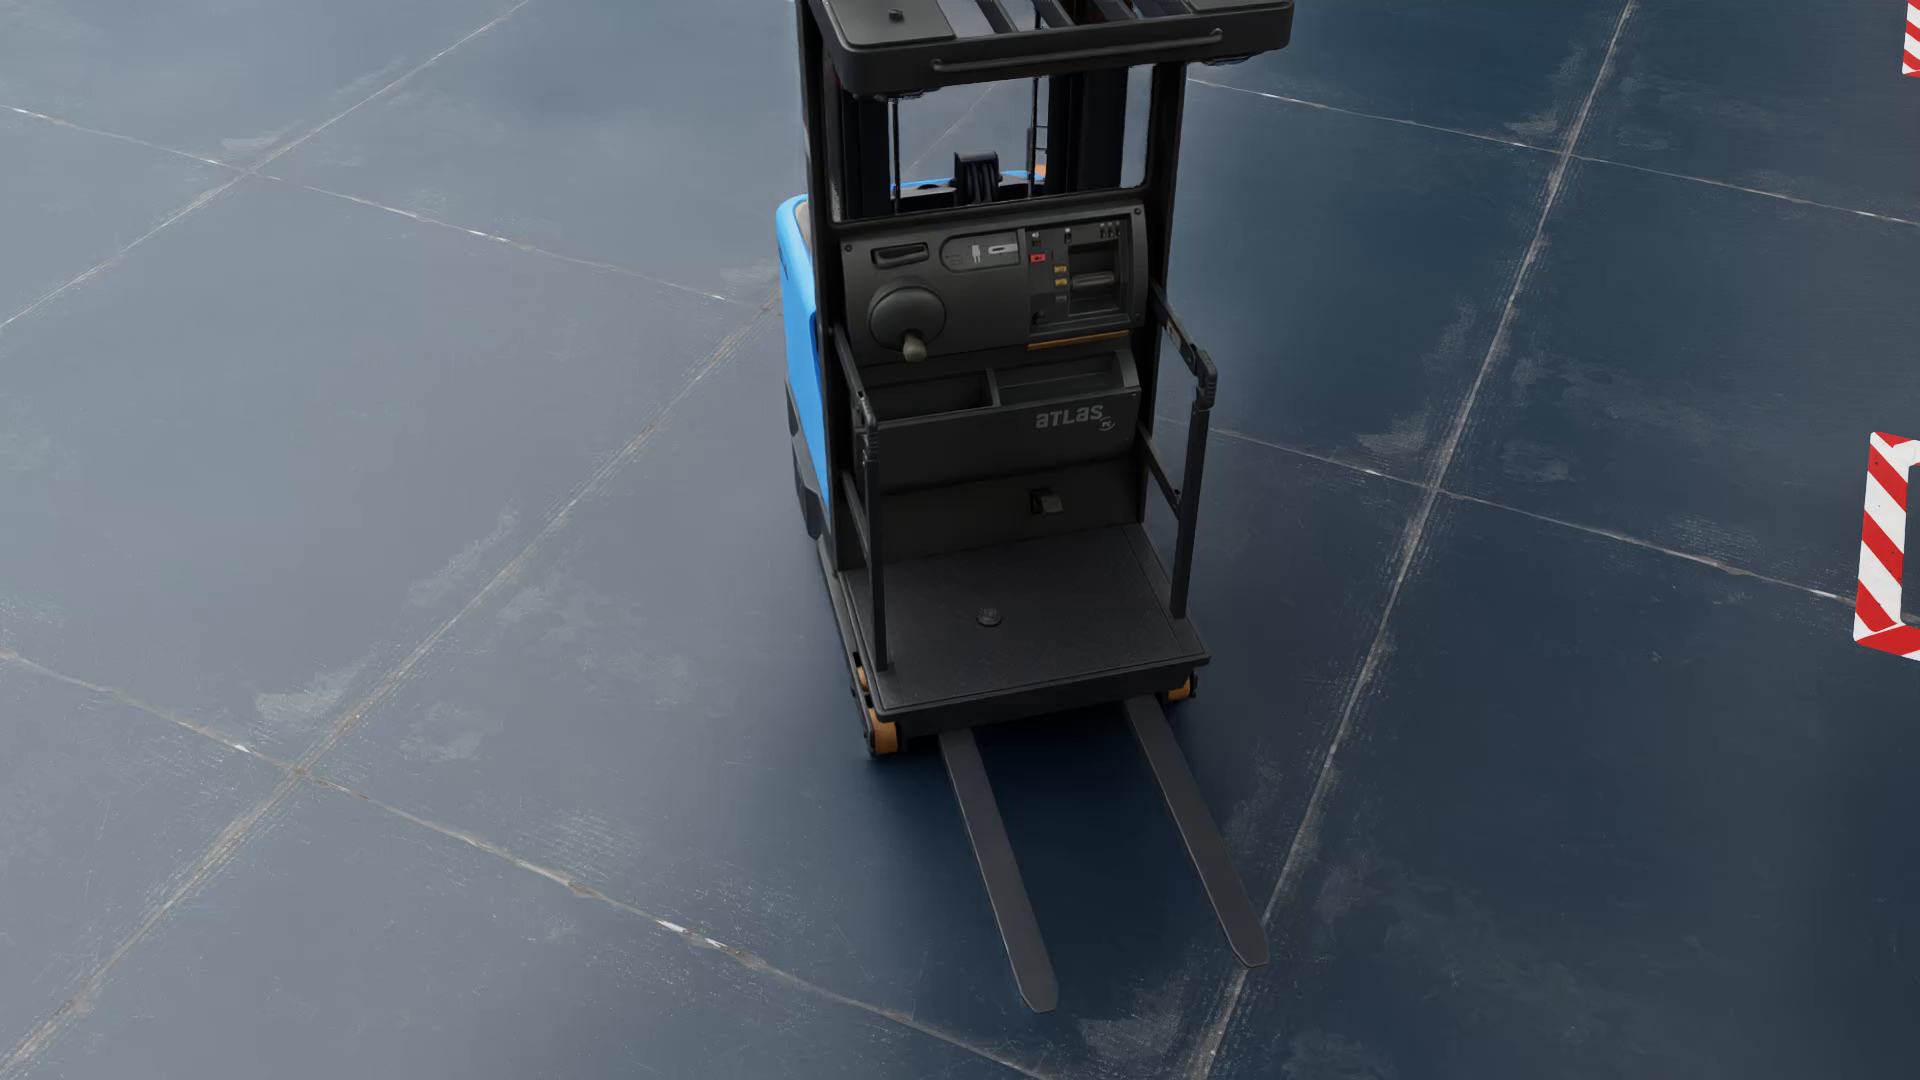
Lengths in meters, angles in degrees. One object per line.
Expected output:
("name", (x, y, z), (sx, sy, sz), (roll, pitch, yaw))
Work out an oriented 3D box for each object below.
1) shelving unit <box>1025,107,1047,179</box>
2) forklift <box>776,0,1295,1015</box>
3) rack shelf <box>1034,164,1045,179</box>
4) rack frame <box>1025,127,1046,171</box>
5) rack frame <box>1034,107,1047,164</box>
("shelving unit", (0.377, -1.126, 6.632), (0.258, 1.200, 0.189), (6, 41, 7))
("forklift", (0.163, -0.686, 4.804), (1.130, 2.935, 3.031), (-9, 42, -10))
("rack shelf", (0.378, -1.366, 6.427), (0.258, 0.103, 0.180), (6, 41, 7))
("rack frame", (0.364, -1.067, 6.563), (0.240, 1.200, 0.006), (6, 41, 7))
("rack frame", (0.391, -1.185, 6.701), (0.240, 1.200, 0.006), (6, 41, 7))
